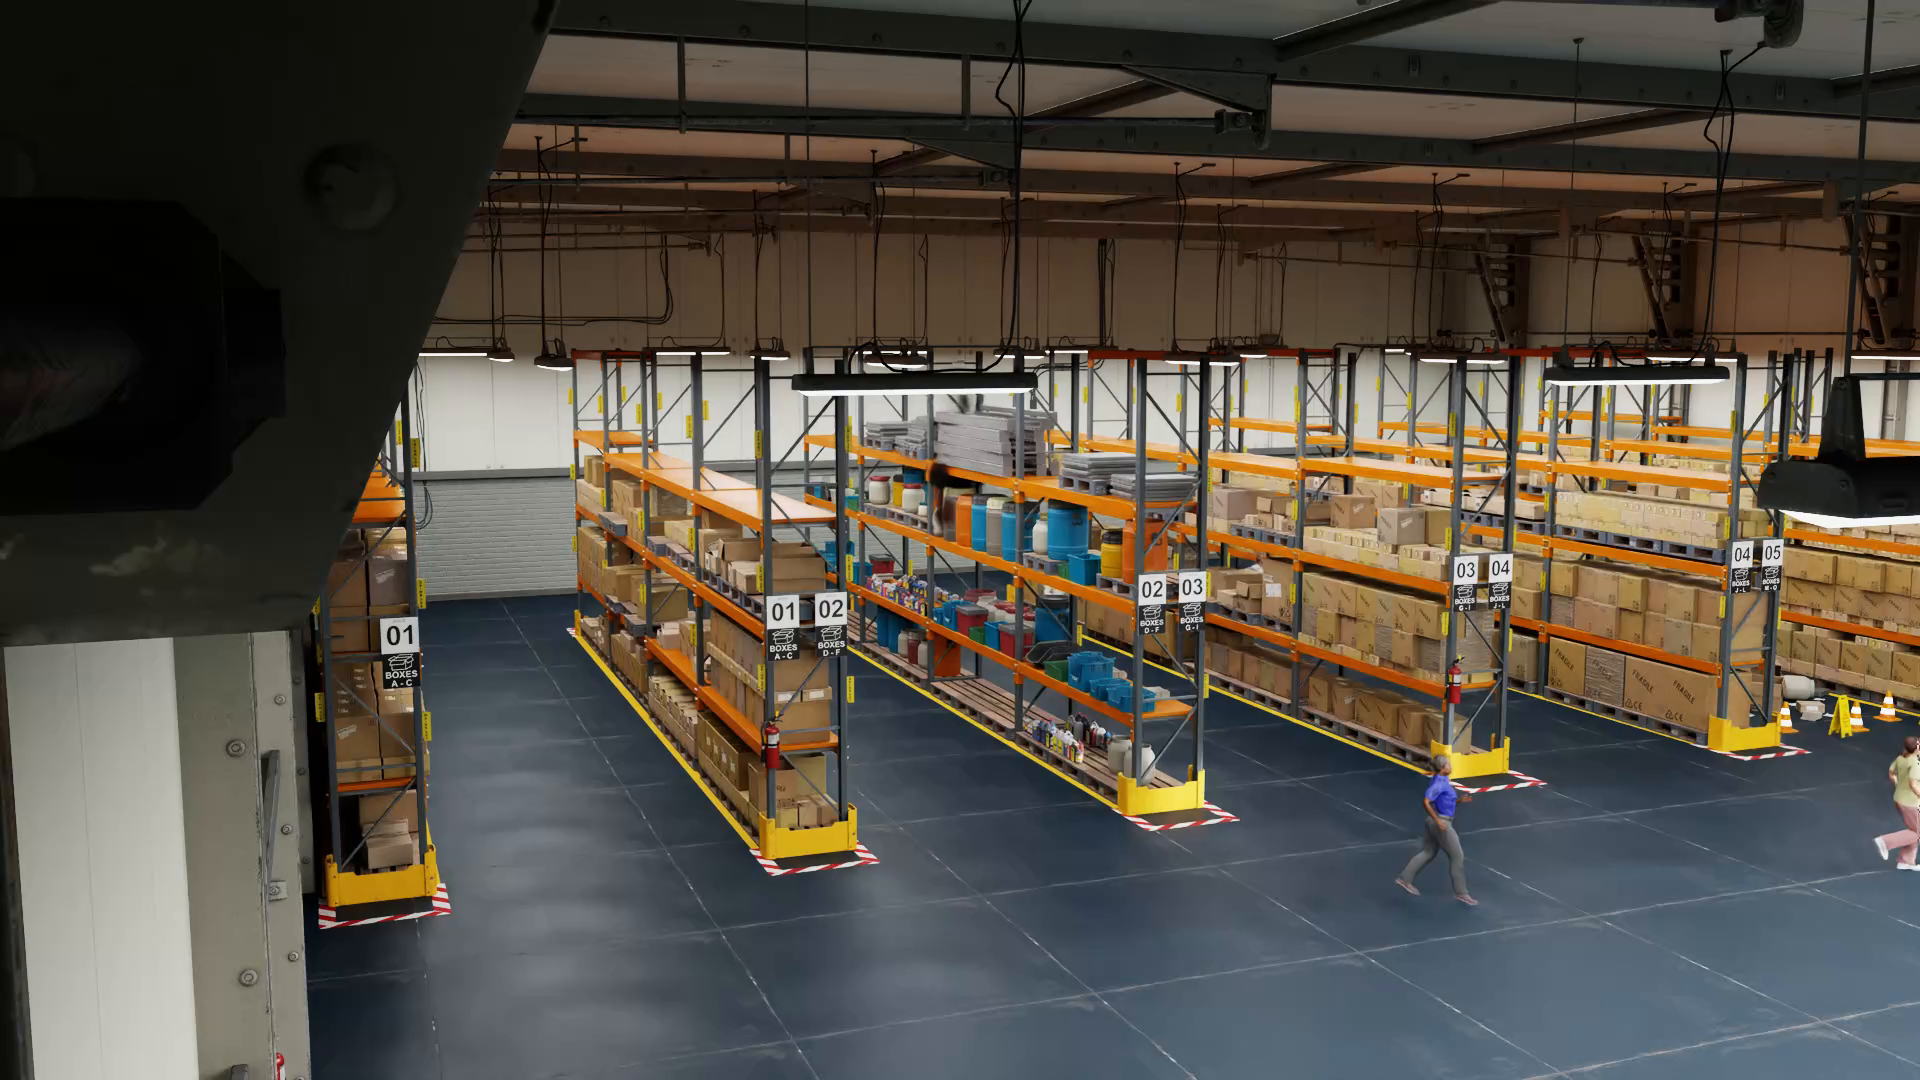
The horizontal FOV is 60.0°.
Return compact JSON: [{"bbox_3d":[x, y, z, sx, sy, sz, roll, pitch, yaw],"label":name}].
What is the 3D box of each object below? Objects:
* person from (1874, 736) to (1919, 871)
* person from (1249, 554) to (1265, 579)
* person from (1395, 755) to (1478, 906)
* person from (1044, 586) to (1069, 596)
[{"bbox_3d":[11.093,3.106,19.611,0.622,1.618,0.569,0,7,3],"label":"person"},{"bbox_3d":[6.432,1.135,35.663,0.531,1.500,0.878,-3,8,-24],"label":"person"},{"bbox_3d":[5.326,3.208,18.457,0.867,1.682,0.562,0,7,3],"label":"person"},{"bbox_3d":[1.905,1.282,31.394,0.699,1.747,0.748,-6,9,-38],"label":"person"}]
